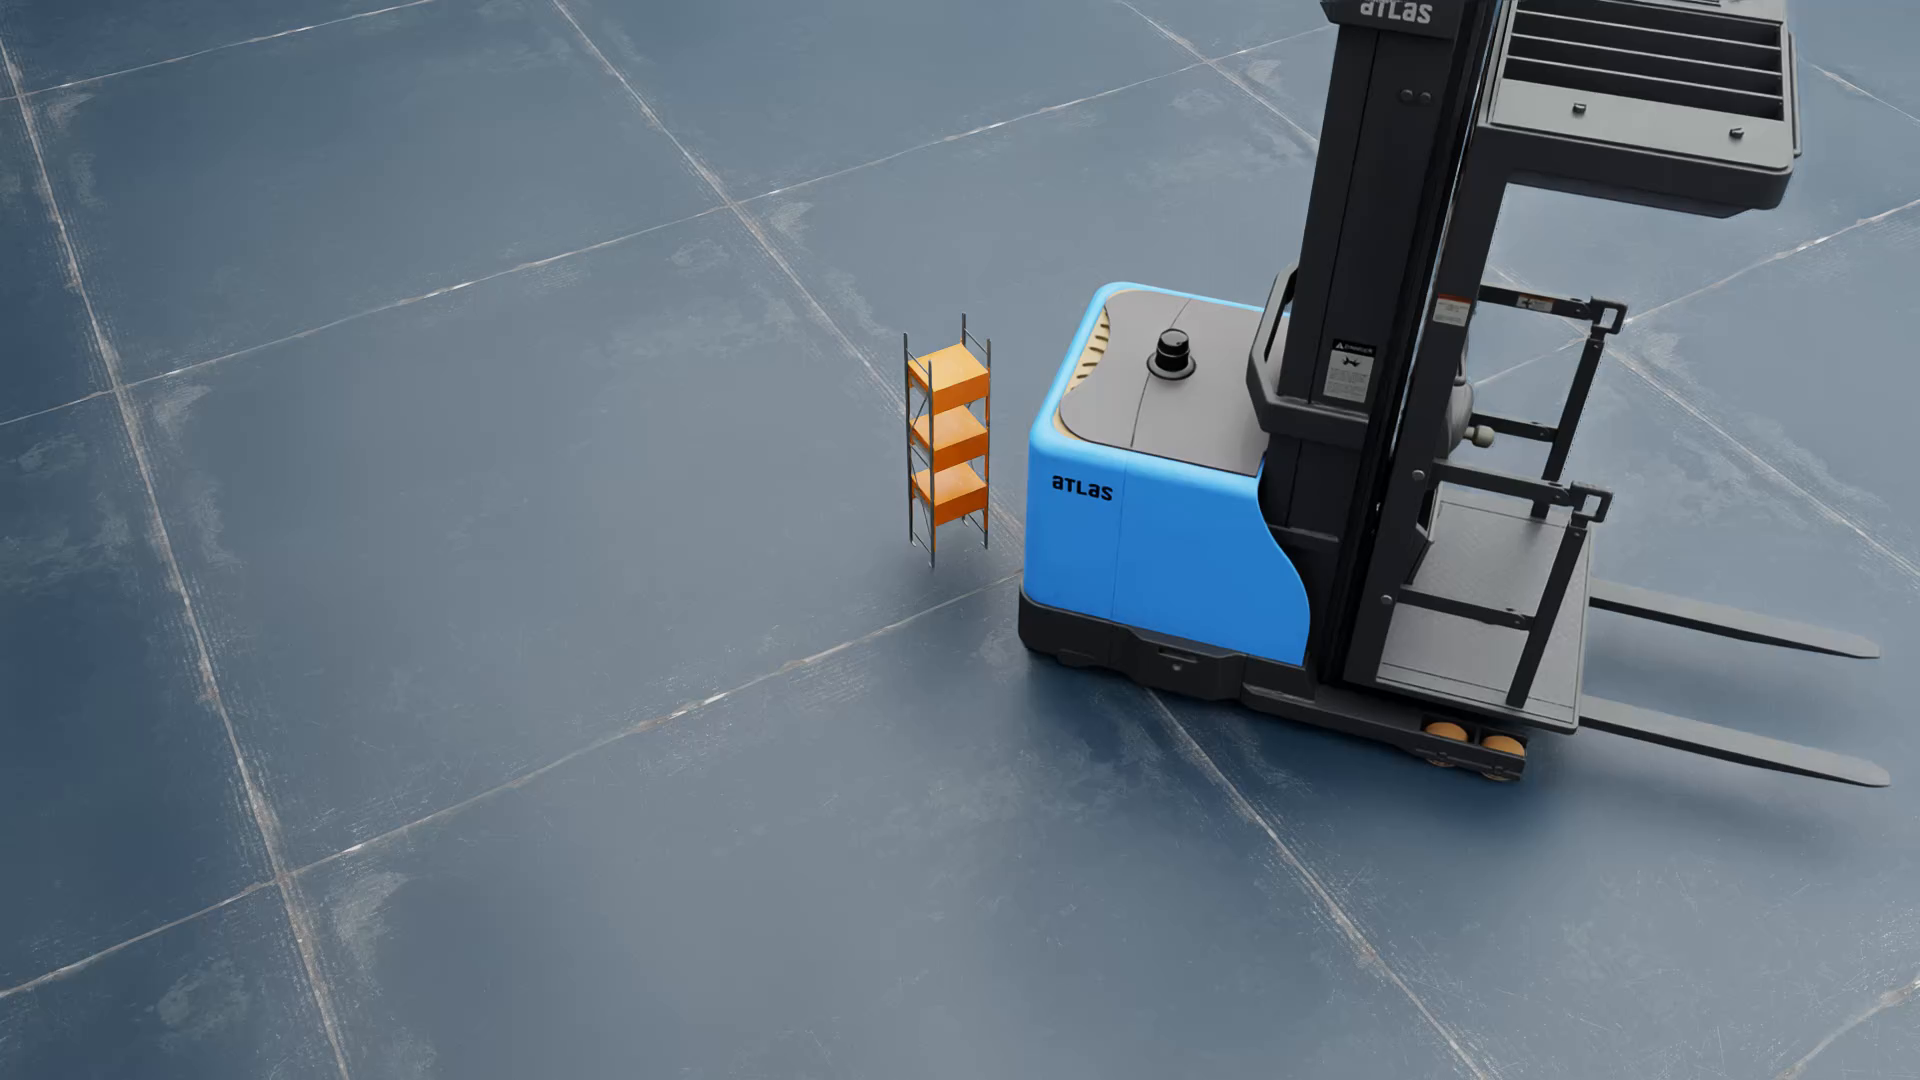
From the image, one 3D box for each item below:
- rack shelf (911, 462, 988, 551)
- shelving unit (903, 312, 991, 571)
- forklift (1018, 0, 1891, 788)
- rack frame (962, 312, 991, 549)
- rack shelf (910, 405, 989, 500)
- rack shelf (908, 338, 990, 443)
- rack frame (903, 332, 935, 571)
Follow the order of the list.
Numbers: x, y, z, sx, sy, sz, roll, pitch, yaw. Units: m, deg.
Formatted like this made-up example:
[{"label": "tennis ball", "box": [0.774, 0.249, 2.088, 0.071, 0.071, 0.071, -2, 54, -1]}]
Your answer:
[{"label": "rack shelf", "box": [-0.046, -0.151, 6.566, 0.240, 0.259, 0.215, -22, 48, -21]}, {"label": "shelving unit", "box": [-0.046, -0.358, 6.365, 0.252, 1.050, 0.215, -22, 48, -21]}, {"label": "forklift", "box": [1.794, -0.621, 5.285, 3.031, 2.935, 1.130, 13, 46, 13]}, {"label": "rack frame", "box": [0.059, -0.401, 6.409, 0.008, 1.050, 0.200, -22, 48, -21]}, {"label": "rack shelf", "box": [-0.046, -0.351, 6.373, 0.240, 0.259, 0.215, -22, 48, -21]}, {"label": "rack shelf", "box": [-0.046, -0.554, 6.175, 0.240, 0.259, 0.215, -22, 48, -21]}, {"label": "rack frame", "box": [-0.152, -0.316, 6.322, 0.008, 1.050, 0.200, -22, 48, -21]}]
